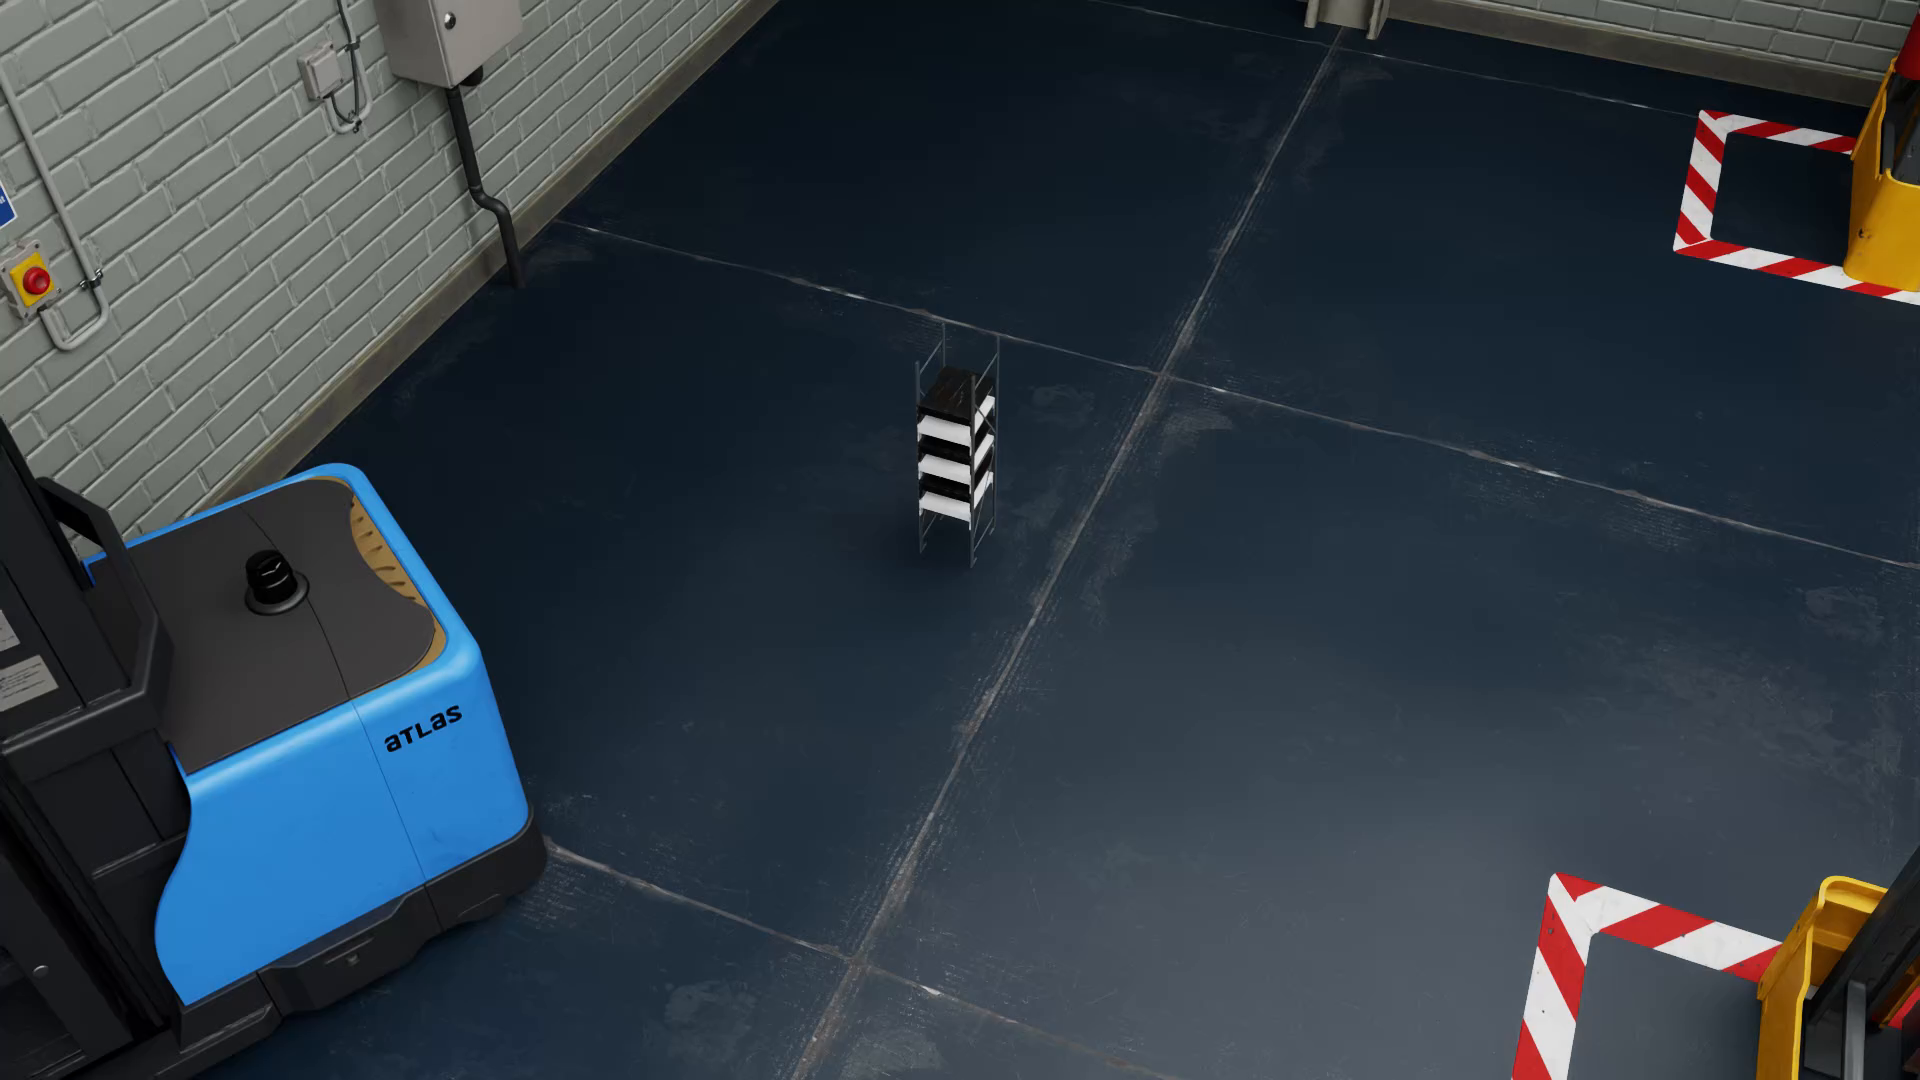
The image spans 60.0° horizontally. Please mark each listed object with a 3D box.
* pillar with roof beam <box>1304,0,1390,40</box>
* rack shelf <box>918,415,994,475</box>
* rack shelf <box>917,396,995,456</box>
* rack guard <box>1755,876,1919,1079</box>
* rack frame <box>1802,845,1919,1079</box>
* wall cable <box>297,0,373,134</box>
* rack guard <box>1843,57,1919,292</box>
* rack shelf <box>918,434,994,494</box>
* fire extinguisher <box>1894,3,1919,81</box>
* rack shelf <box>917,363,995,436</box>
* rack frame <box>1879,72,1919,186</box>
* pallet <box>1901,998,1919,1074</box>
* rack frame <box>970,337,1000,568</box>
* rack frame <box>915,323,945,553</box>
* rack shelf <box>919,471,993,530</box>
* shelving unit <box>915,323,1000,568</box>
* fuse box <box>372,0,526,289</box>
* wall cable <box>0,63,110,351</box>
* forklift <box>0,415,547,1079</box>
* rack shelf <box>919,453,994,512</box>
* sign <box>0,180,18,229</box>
[{"bbox_3d":[0.458,-3.235,3.121,0.400,9.000,9.100,16,47,16],"label":"pillar with roof beam"},{"bbox_3d":[-0.007,-0.361,5.895,0.200,0.077,0.258,16,47,16],"label":"rack shelf"},{"bbox_3d":[-0.007,-0.425,5.831,0.200,0.077,0.258,16,47,16],"label":"rack shelf"},{"bbox_3d":[2.327,1.520,4.368,0.348,0.500,1.175,16,47,16],"label":"rack guard"},{"bbox_3d":[2.349,0.641,3.479,0.127,3.000,1.000,16,47,16],"label":"rack frame"},{"bbox_3d":[-2.328,-2.162,5.576,0.122,1.984,0.588,16,47,16],"label":"wall cable"},{"bbox_3d":[4.327,-1.685,7.589,0.348,0.500,1.175,16,47,16],"label":"rack guard"},{"bbox_3d":[-0.007,-0.298,5.958,0.200,0.077,0.258,16,47,16],"label":"rack shelf"},{"bbox_3d":[3.943,-2.171,6.624,0.183,0.674,0.296,16,47,16],"label":"fire extinguisher"},{"bbox_3d":[-0.007,-0.489,5.768,0.200,0.077,0.258,16,47,16],"label":"rack shelf"},{"bbox_3d":[4.257,-2.591,6.728,0.127,3.000,1.000,16,47,16],"label":"rack frame"},{"bbox_3d":[3.117,1.795,4.296,1.213,0.211,1.003,16,47,16],"label":"pallet"},{"bbox_3d":[0.086,-0.294,5.907,0.006,0.900,0.240,16,47,16],"label":"rack frame"},{"bbox_3d":[-0.101,-0.349,5.963,0.006,0.900,0.240,16,47,16],"label":"rack frame"},{"bbox_3d":[-0.007,-0.170,6.085,0.200,0.077,0.258,16,47,16],"label":"rack shelf"},{"bbox_3d":[-0.007,-0.321,5.935,0.210,0.900,0.258,16,47,16],"label":"shelving unit"},{"bbox_3d":[-1.920,-1.746,6.792,0.414,1.711,0.539,16,47,16],"label":"fuse box"},{"bbox_3d":[-2.864,-1.247,4.634,0.123,1.953,0.585,16,47,16],"label":"wall cable"},{"bbox_3d":[-2.775,0.343,3.827,3.031,2.935,1.130,-26,51,-24],"label":"forklift"},{"bbox_3d":[-0.007,-0.234,6.022,0.200,0.077,0.258,16,47,16],"label":"rack shelf"},{"bbox_3d":[-2.939,-0.956,4.893,0.001,0.218,0.327,16,47,16],"label":"sign"}]
